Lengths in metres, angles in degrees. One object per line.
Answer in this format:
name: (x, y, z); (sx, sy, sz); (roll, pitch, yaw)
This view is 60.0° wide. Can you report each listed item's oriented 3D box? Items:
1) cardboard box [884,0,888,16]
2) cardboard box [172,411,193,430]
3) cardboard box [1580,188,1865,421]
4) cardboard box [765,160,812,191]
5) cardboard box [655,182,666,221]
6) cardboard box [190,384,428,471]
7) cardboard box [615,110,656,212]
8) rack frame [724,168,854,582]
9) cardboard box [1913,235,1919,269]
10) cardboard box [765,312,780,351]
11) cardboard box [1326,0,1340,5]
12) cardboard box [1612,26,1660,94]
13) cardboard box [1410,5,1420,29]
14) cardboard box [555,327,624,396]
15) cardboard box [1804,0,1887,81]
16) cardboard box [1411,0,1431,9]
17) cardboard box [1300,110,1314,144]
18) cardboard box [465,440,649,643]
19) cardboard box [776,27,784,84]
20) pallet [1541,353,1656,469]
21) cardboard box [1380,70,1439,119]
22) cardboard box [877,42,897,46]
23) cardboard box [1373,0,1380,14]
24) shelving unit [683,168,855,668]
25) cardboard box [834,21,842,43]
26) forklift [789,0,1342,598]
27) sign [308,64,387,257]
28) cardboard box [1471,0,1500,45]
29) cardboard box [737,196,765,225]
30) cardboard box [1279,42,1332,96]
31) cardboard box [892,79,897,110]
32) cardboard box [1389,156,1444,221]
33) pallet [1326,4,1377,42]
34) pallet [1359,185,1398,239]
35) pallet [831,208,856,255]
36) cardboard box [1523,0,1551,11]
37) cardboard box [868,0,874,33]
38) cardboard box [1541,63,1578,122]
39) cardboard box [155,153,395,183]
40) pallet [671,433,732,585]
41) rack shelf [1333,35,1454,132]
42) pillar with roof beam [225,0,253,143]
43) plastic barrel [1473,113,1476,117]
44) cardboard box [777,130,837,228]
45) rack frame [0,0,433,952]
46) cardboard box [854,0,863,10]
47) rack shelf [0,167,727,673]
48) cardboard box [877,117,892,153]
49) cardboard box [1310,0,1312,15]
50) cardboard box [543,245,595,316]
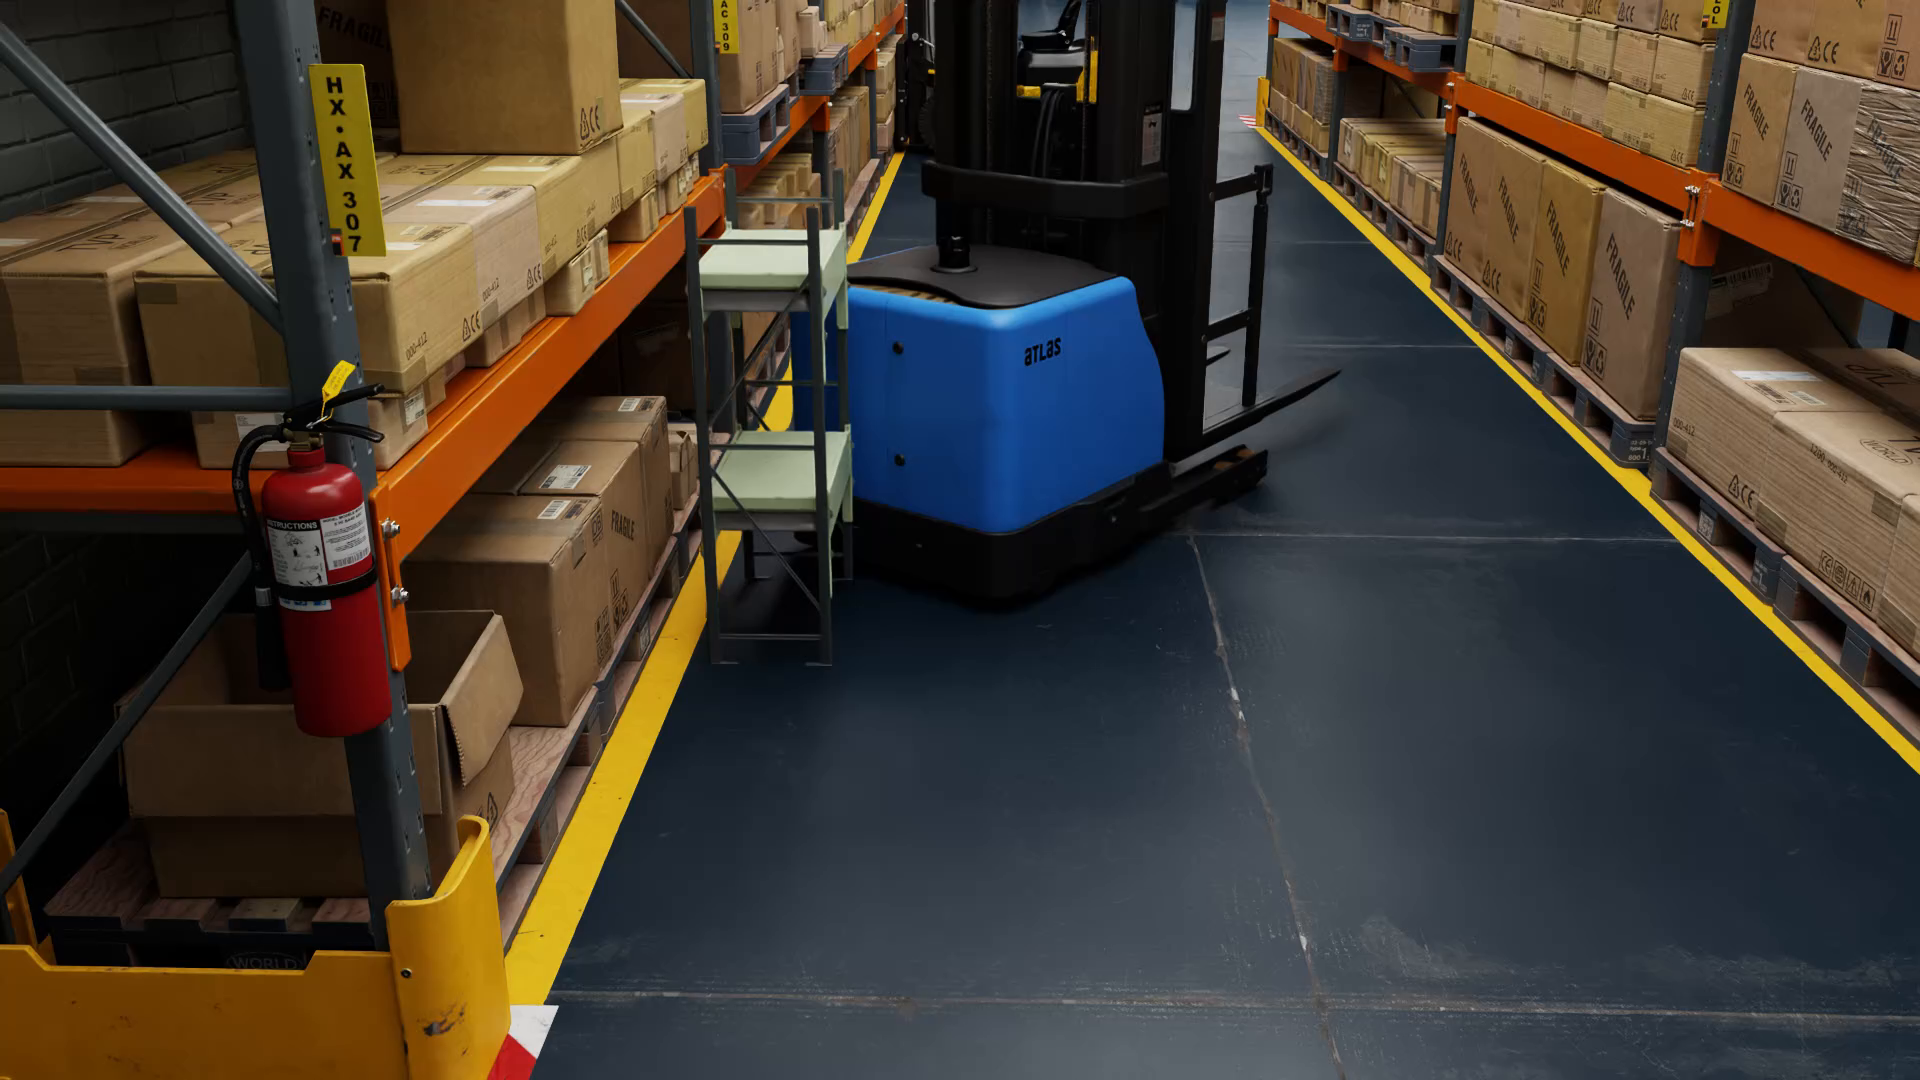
cardboard box: (-0.945, -5.166, 15.559); (0.500, 0.500, 0.500); (0, 21, 1)
cardboard box: (-1.787, -0.349, 3.628); (0.380, 0.149, 0.250); (1, 21, 3)
cardboard box: (3.424, -1.075, 7.510); (0.875, 0.875, 0.875); (1, 21, 3)
cardboard box: (-1.093, -2.197, 10.022); (0.380, 0.149, 0.250); (0, 21, -1)
cardboard box: (-1.238, -1.180, 5.770); (0.380, 0.149, 0.250); (1, 21, 3)
cardboard box: (-1.313, -0.251, 3.375); (0.380, 0.149, 0.250); (0, 21, 1)
cardboard box: (-1.276, -1.219, 5.319); (0.500, 0.250, 0.500); (0, 21, 1)
rack frame: (-0.593, -0.551, 5.875); (0.400, 1.500, 0.023); (1, 21, 2)
cardboard box: (3.153, -0.977, 4.761); (0.500, 0.500, 0.500); (1, 21, 3)
cardboard box: (-1.210, -1.274, 8.541); (0.500, 0.500, 0.500); (0, 21, 0)
cardboard box: (3.494, -4.886, 14.426); (0.500, 0.500, 0.500); (0, 21, 0)
cardboard box: (3.264, -2.151, 7.442); (0.500, 0.250, 0.500); (1, 21, 3)
cardboard box: (3.296, -3.571, 11.353); (0.380, 0.149, 0.250); (0, 21, -1)
cardboard box: (-1.757, -0.909, 7.601); (0.500, 0.500, 0.500); (1, 21, 1)
cardboard box: (3.207, -1.806, 5.515); (0.500, 0.500, 0.500); (0, 21, 1)
cardboard box: (3.348, -3.827, 11.115); (0.500, 0.500, 0.500); (0, 21, 1)
cardboard box: (3.484, -3.861, 15.553); (0.500, 0.250, 0.500); (0, 21, 0)
cardboard box: (-1.303, -0.001, 5.260); (0.500, 0.500, 0.500); (1, 21, 3)
cardboard box: (-1.050, -2.329, 7.991); (0.396, 0.266, 0.258); (2, 21, 4)
pallet: (3.434, -0.625, 7.847); (1.003, 0.211, 1.213); (1, 21, 2)
cardboard box: (4.017, -4.011, 14.904); (0.500, 0.500, 0.500); (2, 21, 4)
cardboard box: (-0.828, -4.880, 16.797); (0.500, 0.250, 0.500); (1, 21, 2)
cardboard box: (3.398, -4.134, 12.803); (0.380, 0.149, 0.250); (1, 21, 2)
shelving unit: (-0.606, -0.418, 5.534); (0.431, 1.500, 0.755); (1, 21, 2)
cardboard box: (-1.076, -3.414, 11.388); (0.500, 0.250, 0.500); (0, 21, 0)
forklift: (0.660, -1.629, 6.676); (1.130, 2.935, 3.031); (16, 26, 35)
sign: (-1.055, -0.650, 2.860); (0.100, 0.325, 0.005); (1, 21, 2)
cardboard box: (3.345, -3.074, 9.820); (0.500, 0.250, 0.500); (0, 21, 1)
cardboard box: (-1.243, -1.728, 8.815); (0.380, 0.149, 0.250); (1, 21, 2)
cardboard box: (3.538, -4.761, 16.836); (0.500, 0.500, 0.500); (0, 21, 0)
cardboard box: (-0.869, -4.273, 15.924); (0.500, 0.250, 0.500); (0, 21, 1)
cardboard box: (3.649, -2.533, 11.962); (0.950, 0.372, 0.625); (0, 21, 1)
pallet: (3.560, -4.173, 13.403); (1.003, 0.211, 1.213); (1, 21, 2)
pallet: (3.672, -2.514, 12.715); (1.003, 0.211, 1.213); (1, 21, 2)
pallet: (-1.290, -2.142, 11.757); (1.003, 0.211, 1.213); (1, 21, 2)
cardboard box: (3.311, -3.062, 8.753); (0.500, 0.500, 0.500); (1, 21, 3)
cardboard box: (-0.986, -4.336, 13.764); (0.500, 0.250, 0.500); (1, 21, 3)
cardboard box: (3.310, -2.293, 8.499); (0.500, 0.250, 0.500); (1, 21, 2)
cardboard box: (-1.812, -0.855, 4.383); (0.500, 0.250, 0.500); (1, 21, 3)
pallet: (-1.498, -0.150, 6.623); (1.003, 0.211, 1.213); (1, 21, 2)
rack shelf: (3.668, -3.479, 12.343); (1.077, 0.370, 4.000); (1, 21, 2)
pillar with roof beam: (1.905, -4.206, 4.928); (9.100, 9.000, 0.400); (1, 21, 2)
plastic barrel: (5.301, -4.019, 16.302); (0.512, 0.421, 0.421); (18, 27, 38)
cardboard box: (-1.322, -2.458, 11.421); (0.875, 0.625, 0.625); (1, 21, 3)
rack frame: (-1.598, -0.252, 3.031); (1.000, 3.000, 0.127); (1, 21, 2)
cardboard box: (-1.022, -4.203, 12.730); (0.500, 0.250, 0.500); (1, 21, 3)
rack shelf: (-1.537, -0.640, 5.025); (1.077, 0.370, 4.000); (1, 21, 2)
cardboard box: (-0.887, -3.676, 15.076); (0.500, 0.250, 0.500); (1, 21, 2)
cardboard box: (3.499, -4.999, 15.614); (0.380, 0.149, 0.250); (0, 21, 1)
cardboard box: (-1.224, -0.716, 4.574); (0.380, 0.149, 0.250); (0, 21, 0)
